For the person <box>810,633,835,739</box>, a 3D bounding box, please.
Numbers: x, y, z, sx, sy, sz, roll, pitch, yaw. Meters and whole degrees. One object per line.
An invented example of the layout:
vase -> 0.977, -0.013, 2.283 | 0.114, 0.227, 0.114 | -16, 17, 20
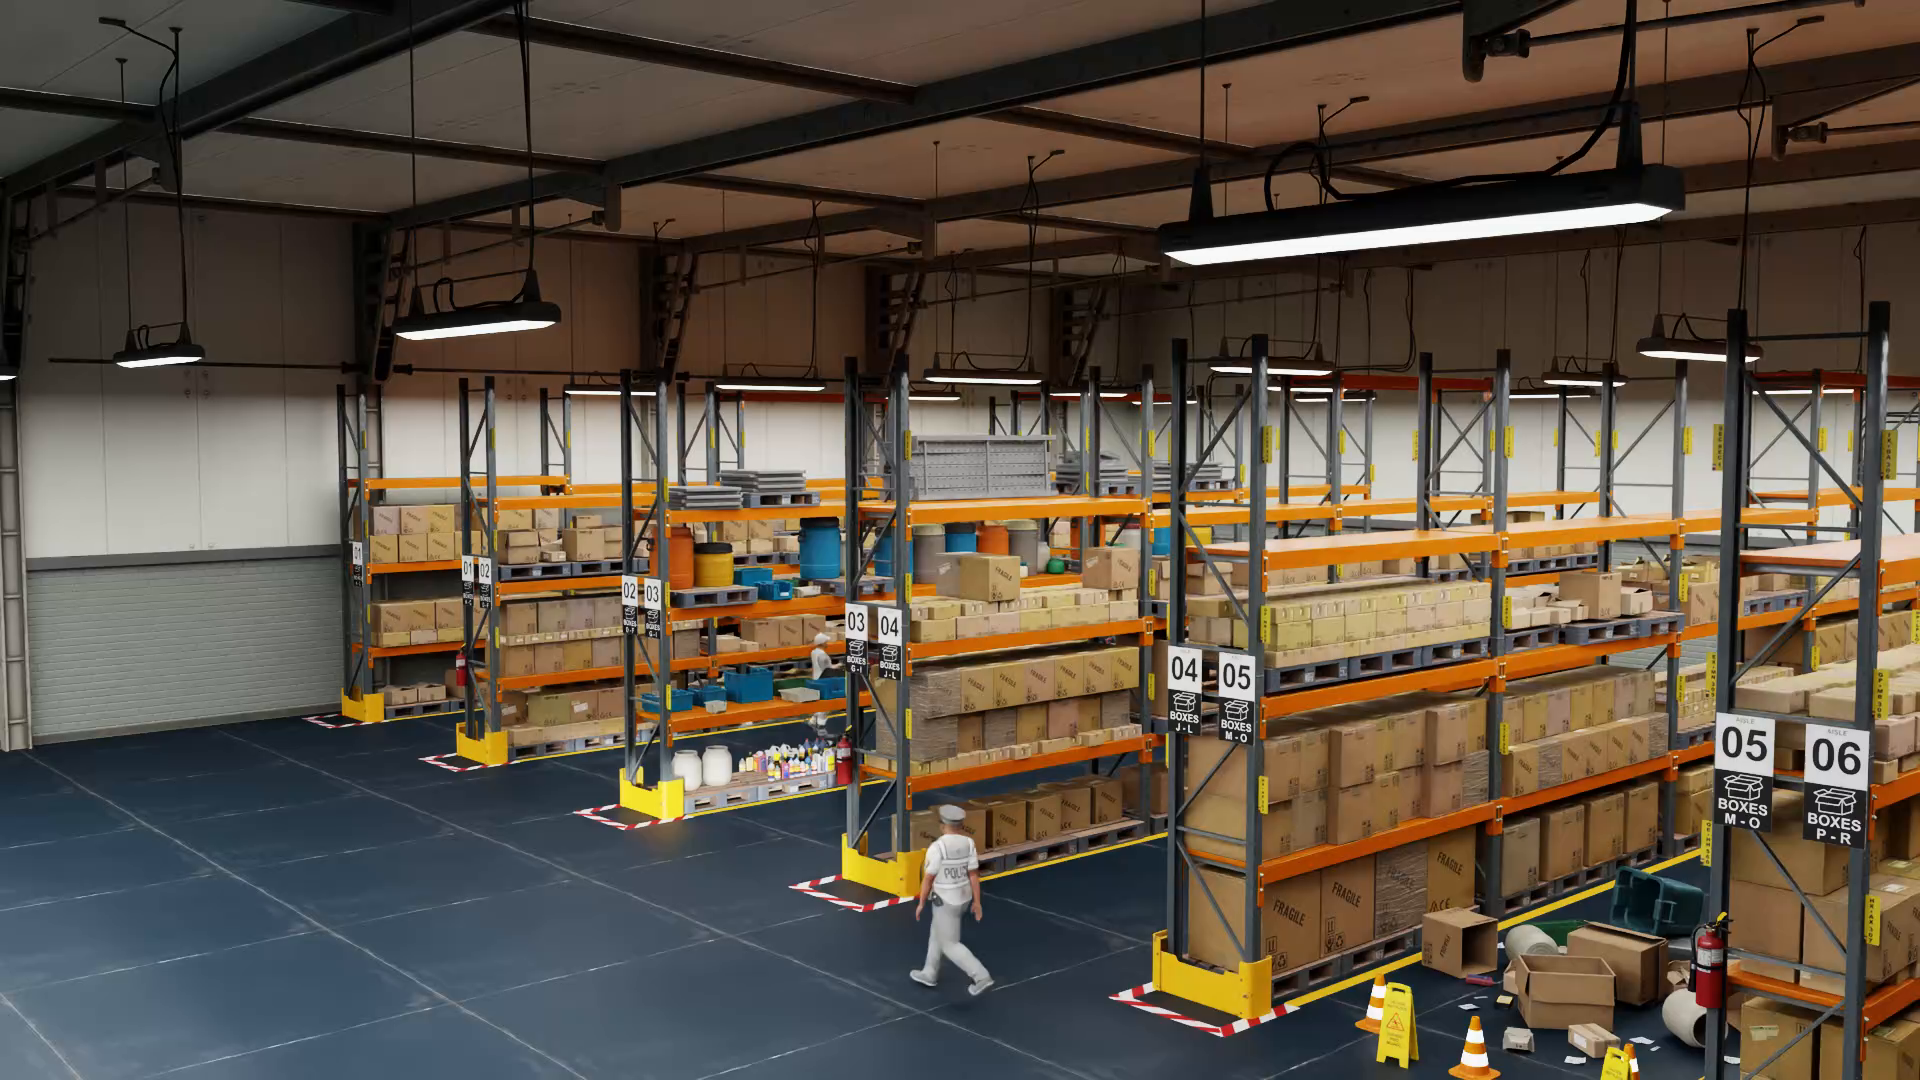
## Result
person -> -2.286, 2.435, 27.767 | 0.467, 1.785, 0.535 | 0, 4, 0

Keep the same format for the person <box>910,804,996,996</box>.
person -> -0.099, 3.293, 15.220 | 0.934, 1.740, 0.522 | 1, 4, 20
